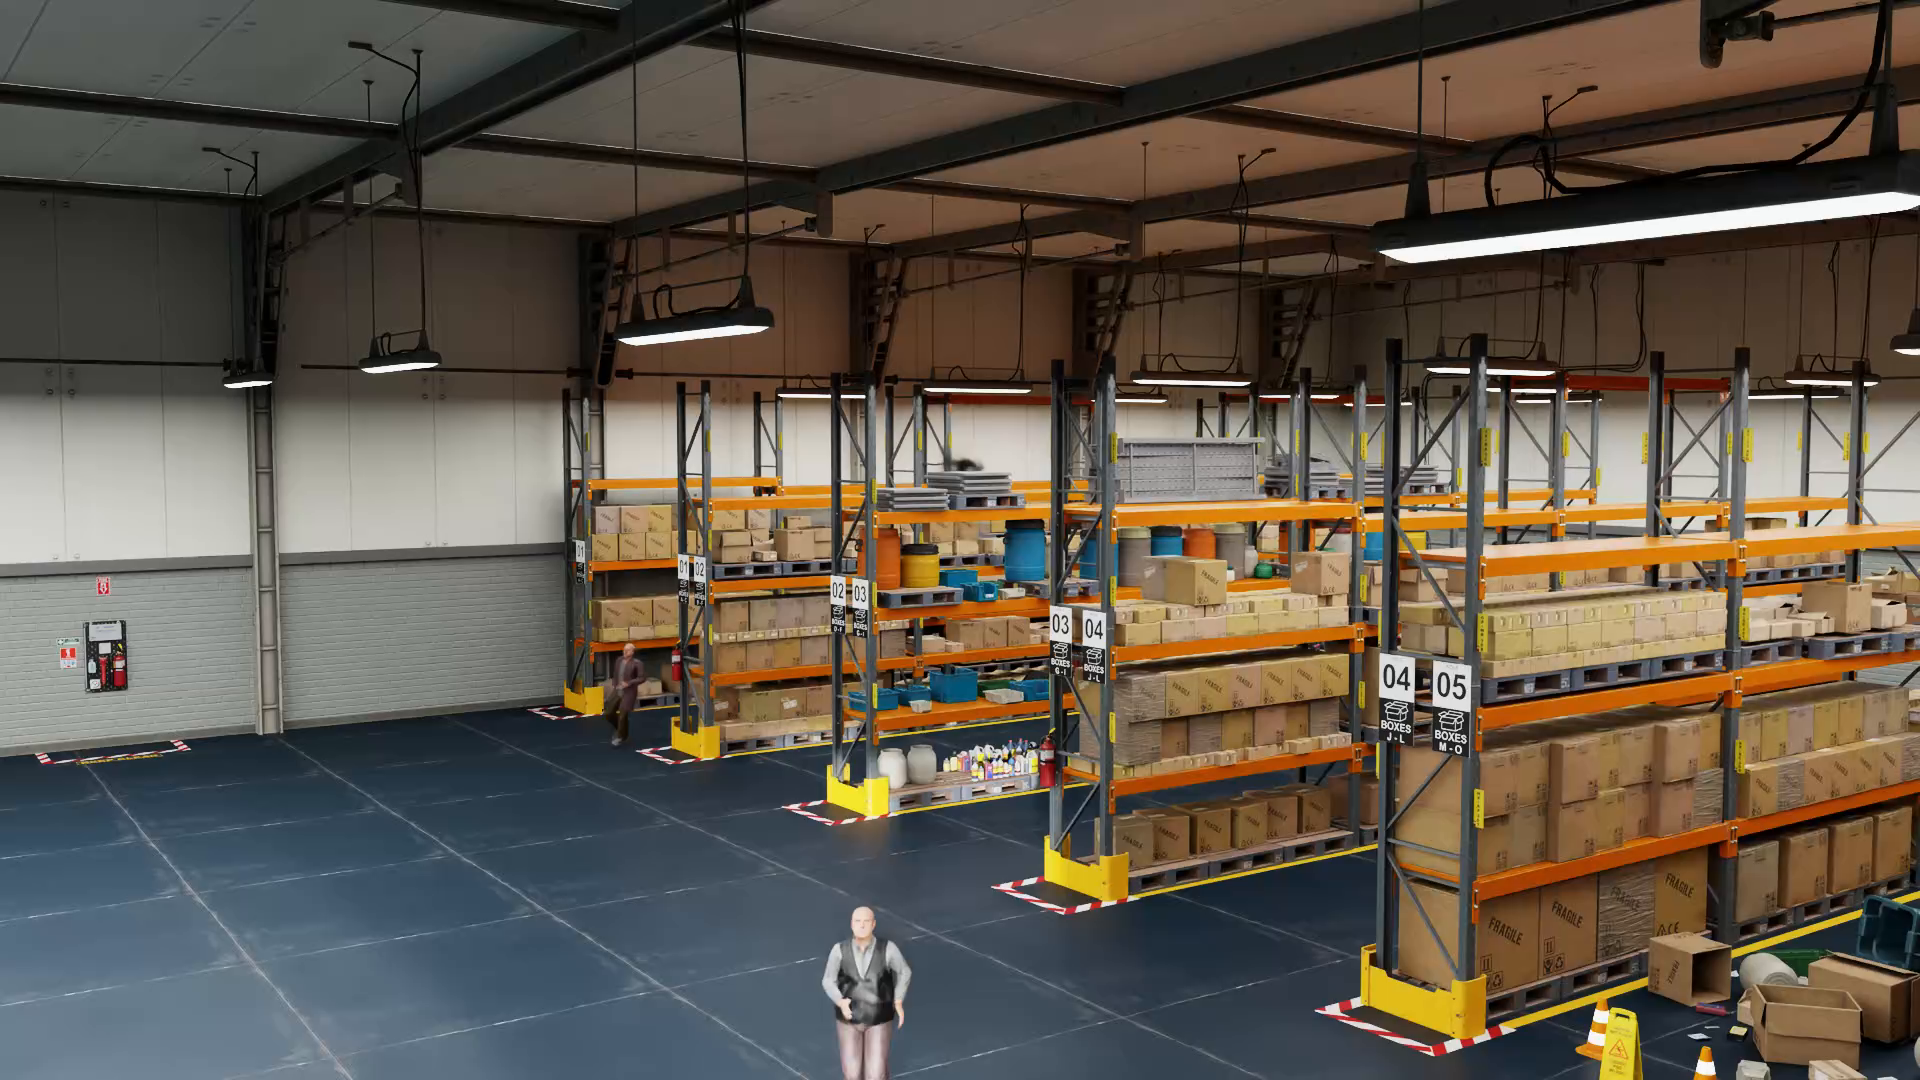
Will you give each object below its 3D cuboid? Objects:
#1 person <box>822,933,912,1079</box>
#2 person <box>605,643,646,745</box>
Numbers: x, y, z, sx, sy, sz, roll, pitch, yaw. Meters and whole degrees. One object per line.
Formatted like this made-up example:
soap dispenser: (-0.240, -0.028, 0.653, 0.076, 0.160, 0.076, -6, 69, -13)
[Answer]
person: (-0.697, 3.640, 12.243, 0.655, 1.482, 0.531, 0, 4, 3)
person: (-5.522, 2.551, 27.450, 0.700, 1.716, 0.603, 2, 4, 22)
